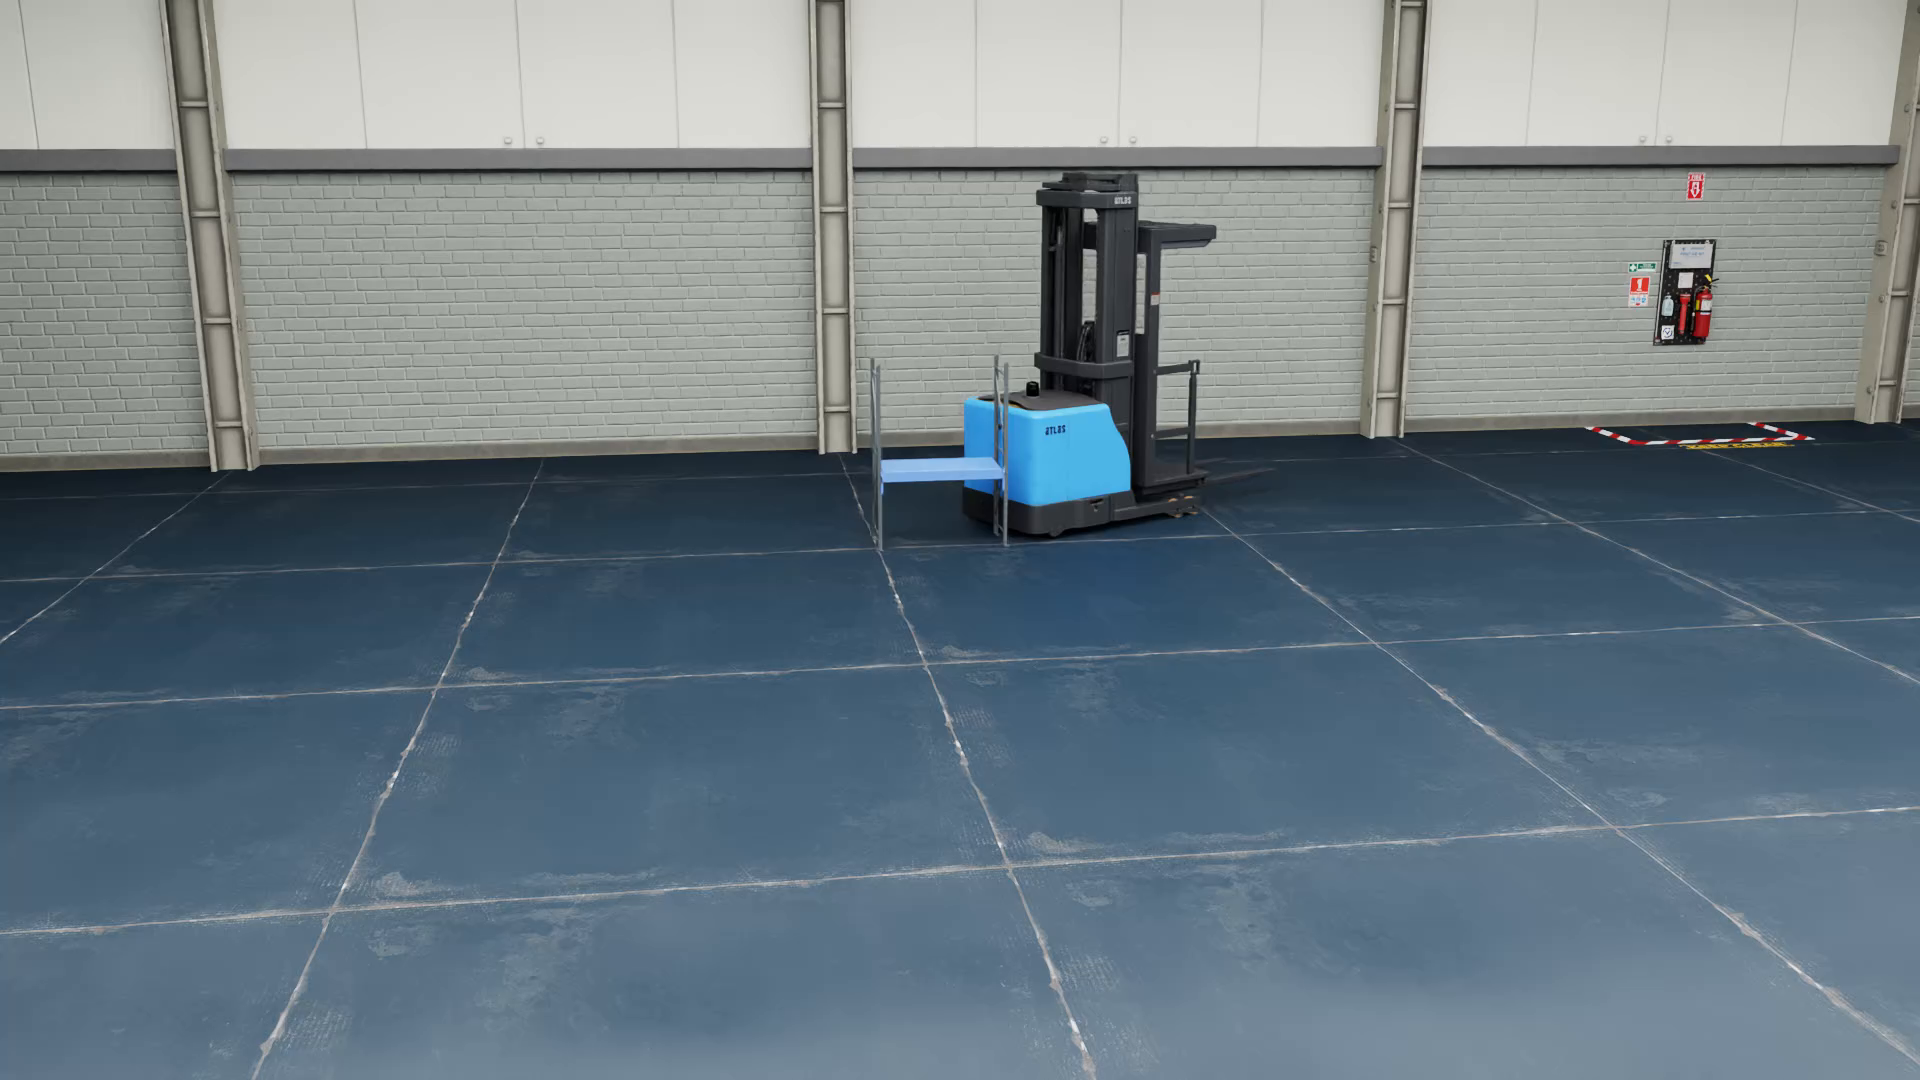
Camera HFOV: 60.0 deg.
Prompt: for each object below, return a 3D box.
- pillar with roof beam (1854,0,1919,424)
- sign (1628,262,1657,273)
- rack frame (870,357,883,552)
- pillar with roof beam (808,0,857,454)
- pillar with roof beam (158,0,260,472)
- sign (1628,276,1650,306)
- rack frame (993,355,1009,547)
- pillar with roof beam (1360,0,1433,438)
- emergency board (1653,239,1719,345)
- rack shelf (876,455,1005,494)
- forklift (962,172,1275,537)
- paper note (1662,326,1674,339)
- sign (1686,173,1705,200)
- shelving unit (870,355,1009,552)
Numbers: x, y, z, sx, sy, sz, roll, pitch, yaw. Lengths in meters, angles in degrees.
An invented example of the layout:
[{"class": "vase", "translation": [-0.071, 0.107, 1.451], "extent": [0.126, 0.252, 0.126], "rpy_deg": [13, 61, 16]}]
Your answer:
[{"class": "pillar with roof beam", "translation": [11.218, -4.701, 13.969], "extent": [0.400, 9.000, 9.100], "rpy_deg": [-2, 14, -8]}, {"class": "sign", "translation": [7.571, -3.024, 18.449], "extent": [0.331, 0.109, 0.001], "rpy_deg": [-2, 14, -8]}, {"class": "rack frame", "translation": [-0.674, -0.691, 13.393], "extent": [0.032, 1.500, 0.500], "rpy_deg": [-2, 14, -8]}, {"class": "pillar with roof beam", "translation": [-0.649, -4.266, 12.235], "extent": [0.400, 9.000, 9.100], "rpy_deg": [-2, 14, -8]}, {"class": "pillar with roof beam", "translation": [-6.582, -4.049, 11.368], "extent": [0.400, 9.000, 9.100], "rpy_deg": [-2, 14, -8]}, {"class": "sign", "translation": [7.565, -2.769, 18.522], "extent": [0.234, 0.329, 0.001], "rpy_deg": [-2, 14, -8]}, {"class": "rack frame", "translation": [0.332, -0.727, 13.538], "extent": [0.032, 1.500, 0.500], "rpy_deg": [-2, 14, -8]}, {"class": "pillar with roof beam", "translation": [5.284, -4.484, 13.102], "extent": [0.400, 9.000, 9.100], "rpy_deg": [-2, 14, -8]}, {"class": "emergency board", "translation": [8.127, -2.747, 18.507], "extent": [0.643, 1.169, 0.194], "rpy_deg": [-2, 14, -8]}, {"class": "rack shelf", "translation": [-0.171, -0.535, 13.510], "extent": [1.000, 0.185, 0.538], "rpy_deg": [-2, 14, -8]}, {"class": "forklift", "translation": [1.507, -1.709, 14.510], "extent": [3.031, 2.935, 1.130], "rpy_deg": [-10, 17, -35]}, {"class": "paper note", "translation": [7.942, -2.329, 18.655], "extent": [0.142, 0.148, 0.016], "rpy_deg": [-2, 14, -8]}, {"class": "sign", "translation": [8.104, -3.895, 18.319], "extent": [0.199, 0.298, 0.001], "rpy_deg": [-2, 14, -8]}, {"class": "shelving unit", "translation": [-0.171, -0.709, 13.466], "extent": [1.048, 1.500, 0.538], "rpy_deg": [-2, 14, -8]}]
